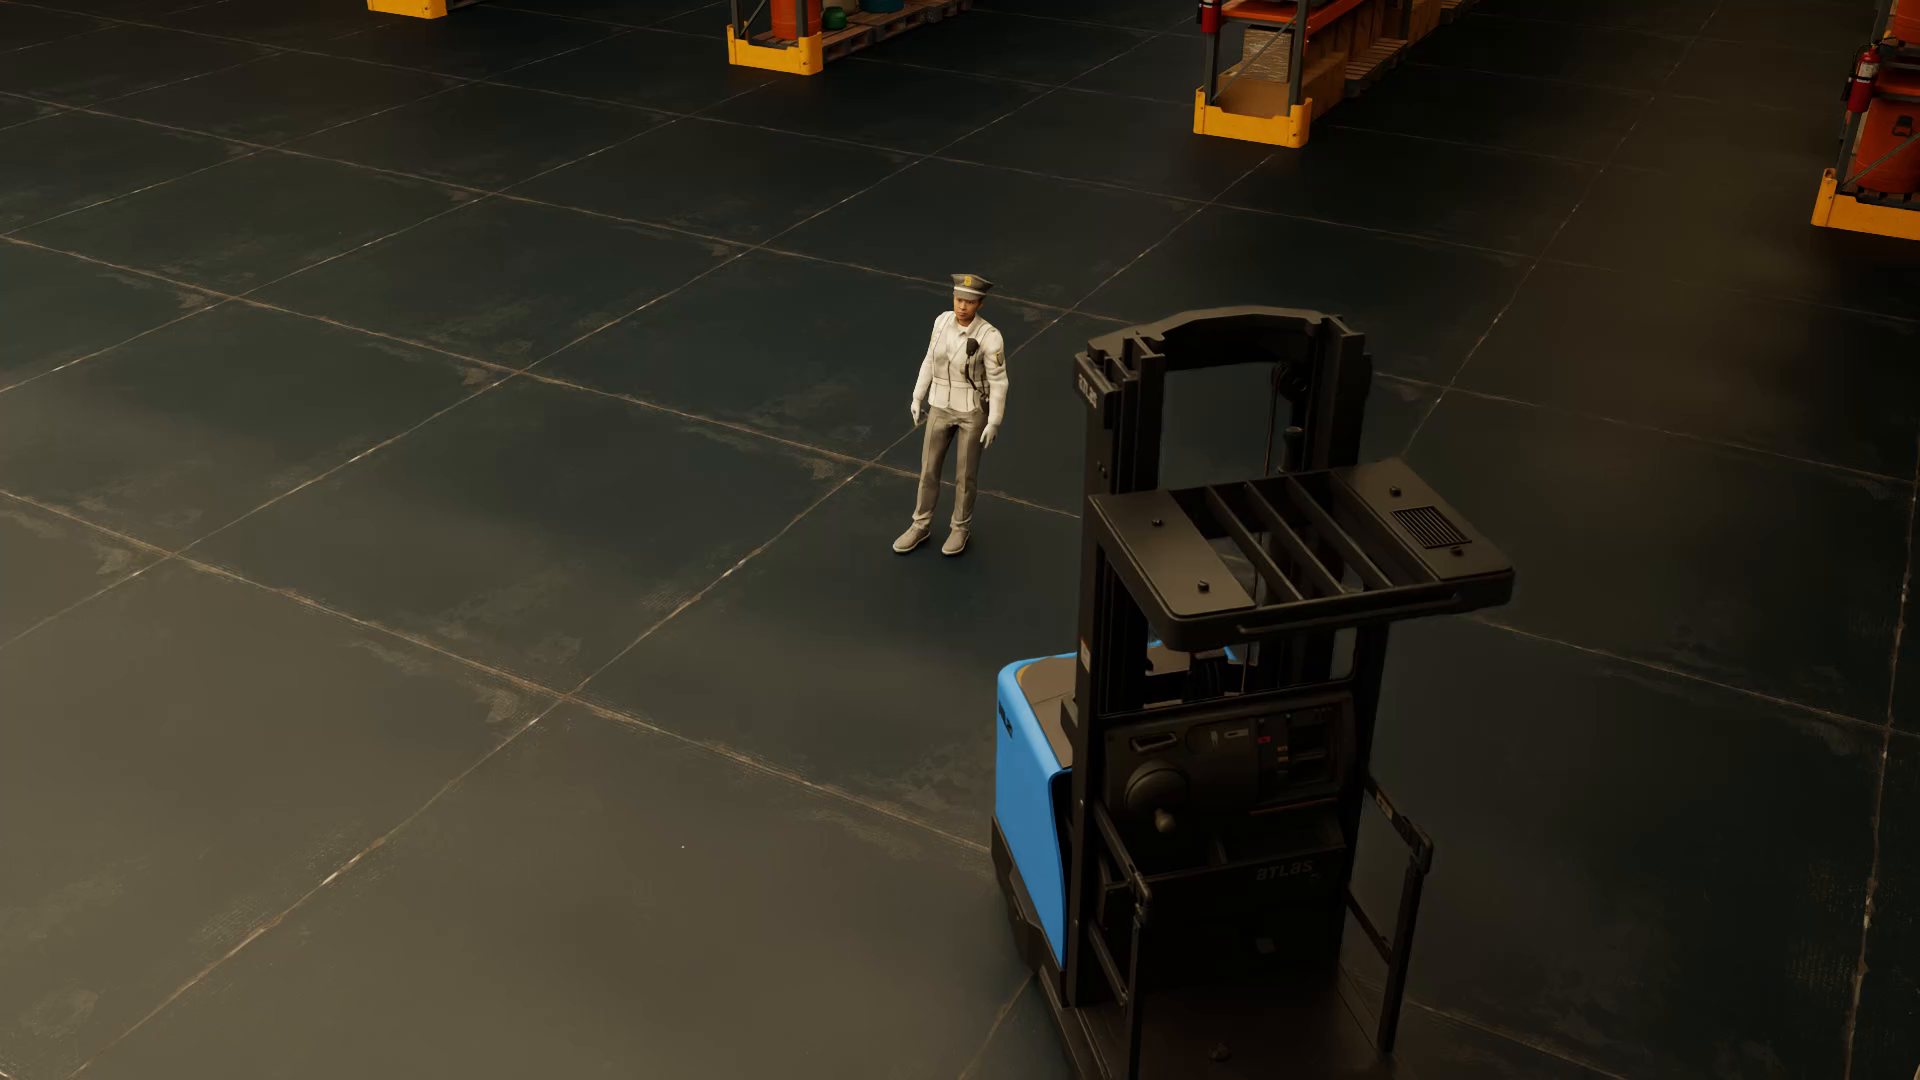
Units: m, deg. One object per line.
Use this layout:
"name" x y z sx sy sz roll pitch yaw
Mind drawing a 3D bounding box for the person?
"person" -0.039 -0.712 9.527 0.586 1.694 0.531 15 33 25

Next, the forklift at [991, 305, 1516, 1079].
"forklift" 1.004 0.827 5.638 1.130 2.935 3.031 -7 31 -13
